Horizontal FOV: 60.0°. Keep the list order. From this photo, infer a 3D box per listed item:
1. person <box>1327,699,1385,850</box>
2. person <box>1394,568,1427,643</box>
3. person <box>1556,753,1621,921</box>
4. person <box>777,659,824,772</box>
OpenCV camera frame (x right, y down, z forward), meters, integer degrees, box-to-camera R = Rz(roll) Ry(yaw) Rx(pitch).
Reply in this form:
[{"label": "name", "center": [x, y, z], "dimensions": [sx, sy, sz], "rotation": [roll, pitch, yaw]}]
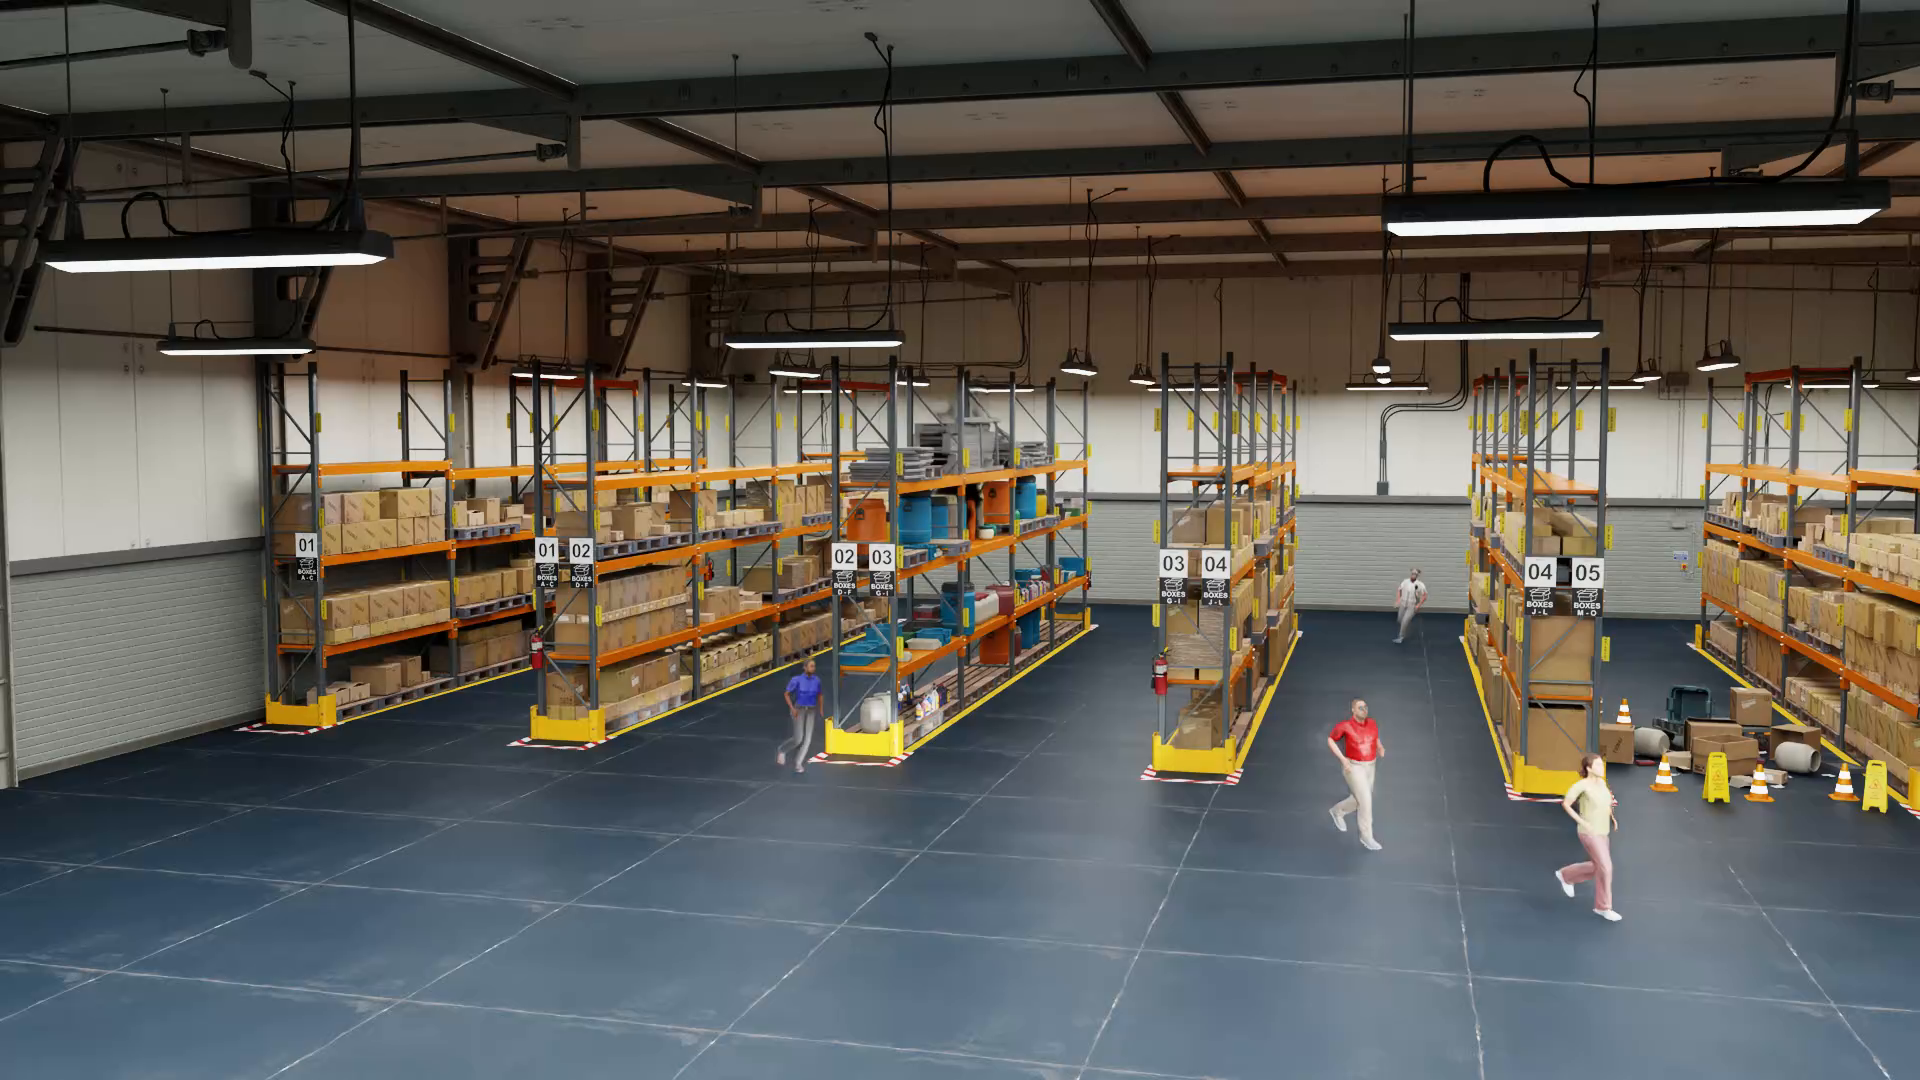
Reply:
[{"label": "person", "center": [4.746, 2.755, 19.845], "dimensions": [0.632, 1.741, 0.868], "rotation": [-2, 5, -30]}, {"label": "person", "center": [10.279, 1.483, 37.897], "dimensions": [0.701, 1.711, 0.625], "rotation": [3, 5, 33]}, {"label": "person", "center": [6.408, 2.986, 16.965], "dimensions": [0.593, 1.650, 0.790], "rotation": [-3, 5, -36]}, {"label": "person", "center": [-2.269, 2.512, 24.064], "dimensions": [0.654, 1.600, 0.581], "rotation": [-3, 5, -36]}]
